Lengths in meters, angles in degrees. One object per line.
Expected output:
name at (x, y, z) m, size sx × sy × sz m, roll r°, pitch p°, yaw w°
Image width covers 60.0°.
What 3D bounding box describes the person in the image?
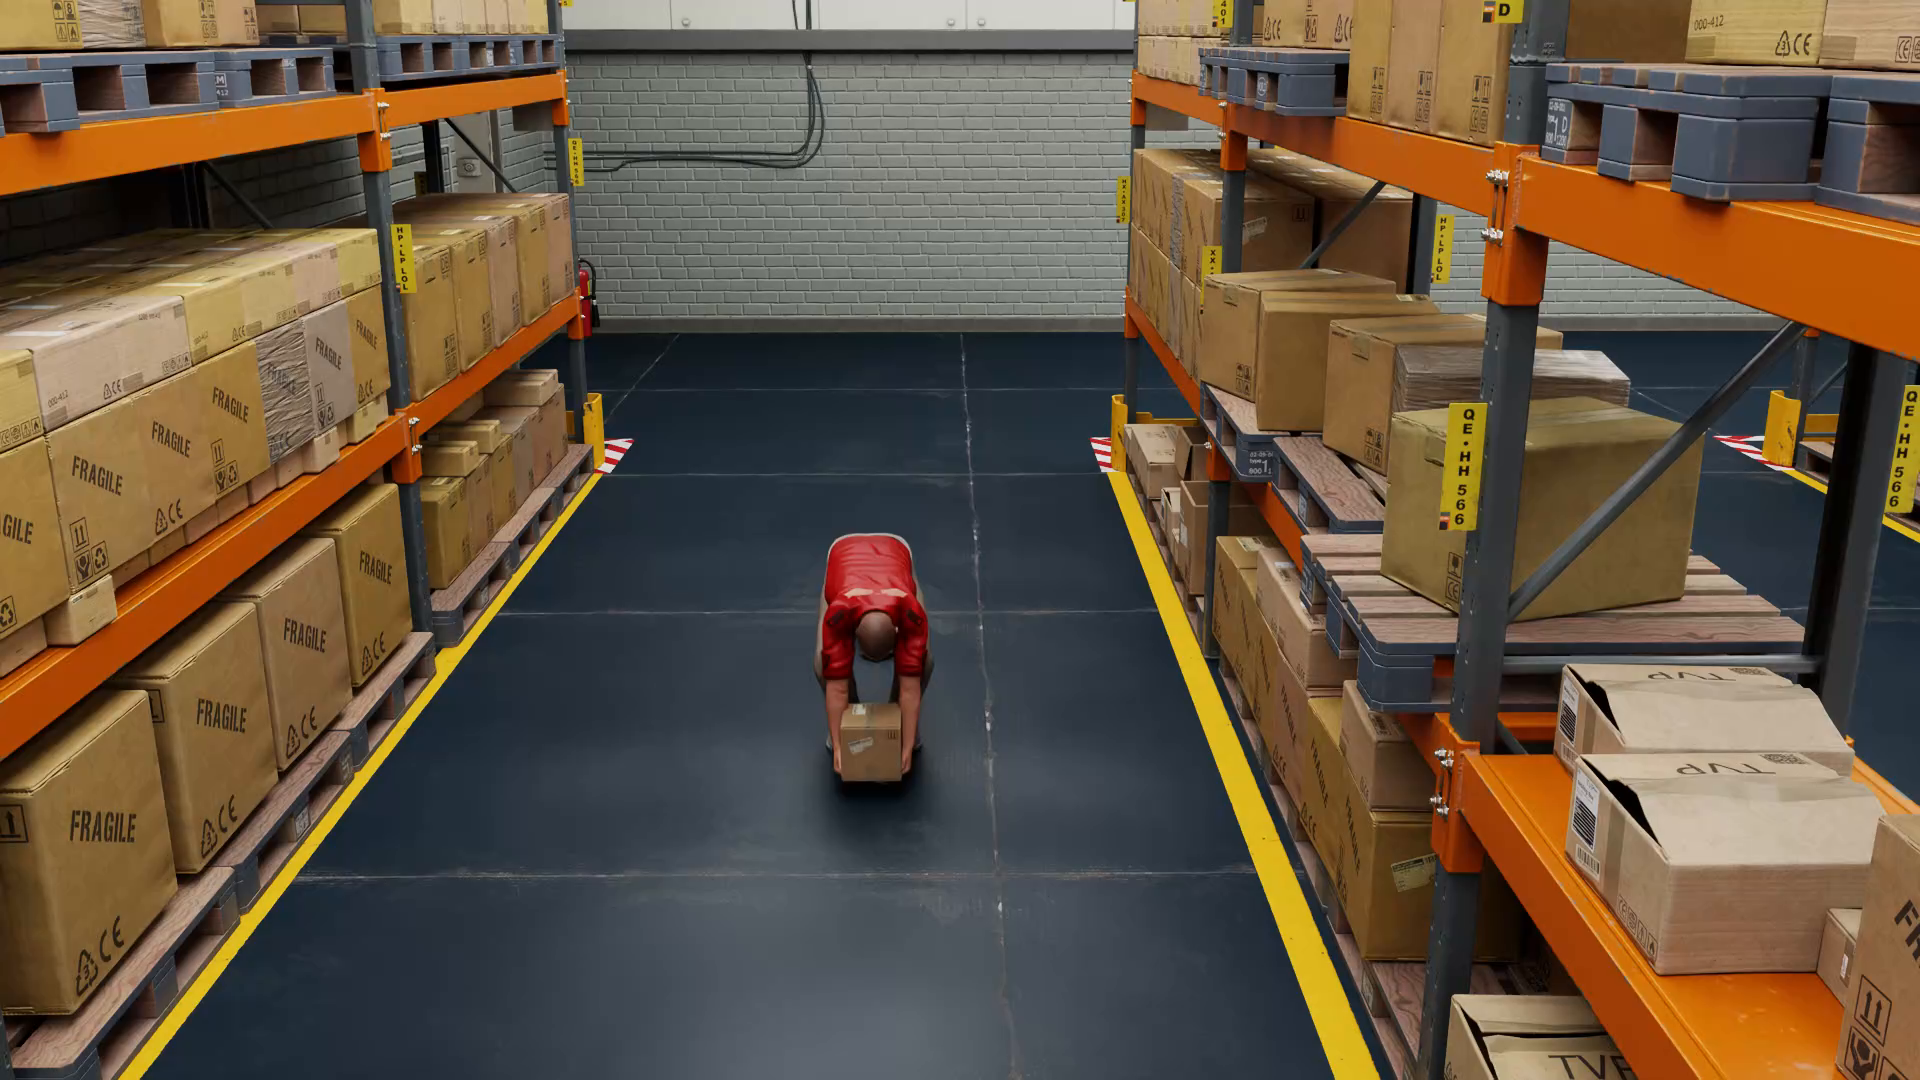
person at (-0.376, 0.508, 7.223) m, size 0.532 × 0.962 × 0.957 m, roll -1°, pitch 17°, yaw -3°
